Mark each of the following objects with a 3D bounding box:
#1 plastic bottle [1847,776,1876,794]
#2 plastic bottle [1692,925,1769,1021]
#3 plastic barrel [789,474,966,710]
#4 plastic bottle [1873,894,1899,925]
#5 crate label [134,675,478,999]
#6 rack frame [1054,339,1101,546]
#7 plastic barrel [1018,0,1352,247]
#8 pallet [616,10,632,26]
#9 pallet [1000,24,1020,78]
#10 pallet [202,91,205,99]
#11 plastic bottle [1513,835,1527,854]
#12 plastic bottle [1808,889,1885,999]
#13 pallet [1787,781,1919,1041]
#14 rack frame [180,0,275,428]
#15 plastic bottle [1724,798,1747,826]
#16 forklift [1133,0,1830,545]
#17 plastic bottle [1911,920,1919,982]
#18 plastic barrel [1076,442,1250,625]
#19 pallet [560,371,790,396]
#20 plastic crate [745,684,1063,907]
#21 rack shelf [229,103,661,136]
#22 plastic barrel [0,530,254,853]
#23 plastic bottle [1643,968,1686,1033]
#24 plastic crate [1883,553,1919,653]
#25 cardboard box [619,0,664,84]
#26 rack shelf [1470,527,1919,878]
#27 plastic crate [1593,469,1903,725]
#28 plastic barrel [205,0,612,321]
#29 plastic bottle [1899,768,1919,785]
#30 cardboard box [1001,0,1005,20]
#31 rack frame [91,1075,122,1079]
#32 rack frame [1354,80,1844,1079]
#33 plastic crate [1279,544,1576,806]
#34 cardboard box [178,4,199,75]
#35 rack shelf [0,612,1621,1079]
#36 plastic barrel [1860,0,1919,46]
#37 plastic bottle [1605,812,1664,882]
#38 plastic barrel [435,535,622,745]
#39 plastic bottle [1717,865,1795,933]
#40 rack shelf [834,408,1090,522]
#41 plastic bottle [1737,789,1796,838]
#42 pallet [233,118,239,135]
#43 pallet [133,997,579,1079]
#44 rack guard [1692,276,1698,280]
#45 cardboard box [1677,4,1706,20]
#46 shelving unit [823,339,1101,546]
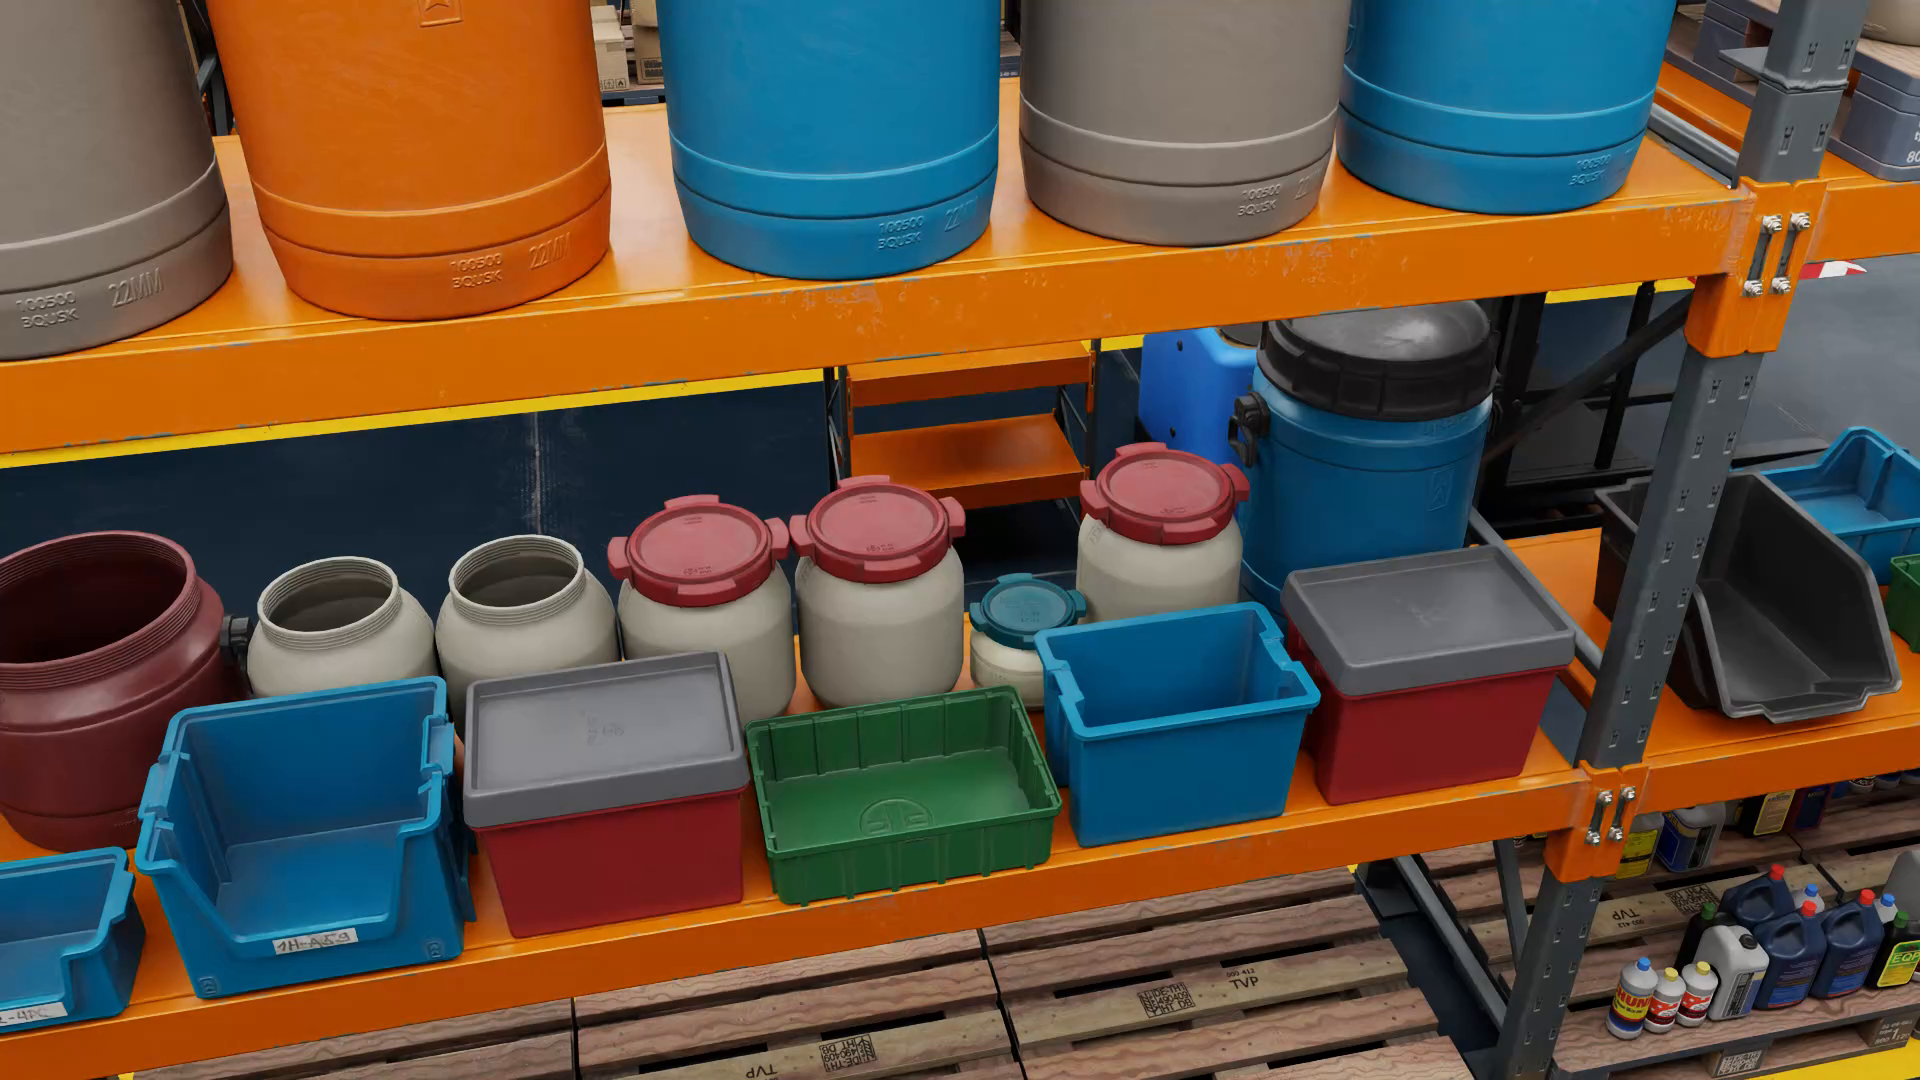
[{"bbox_3d":[3.032,0.742,5.569,0.097,0.201,0.097,0,34,0],"label":"plastic bottle"},{"bbox_3d":[2.213,1.227,4.779,0.135,0.276,0.152,-6,34,-9],"label":"plastic bottle"},{"bbox_3d":[-0.201,0.166,4.188,0.433,0.535,0.433,0,34,0],"label":"plastic barrel"},{"bbox_3d":[2.695,1.149,4.899,0.097,0.271,0.097,0,34,0],"label":"plastic bottle"},{"bbox_3d":[-1.376,0.636,3.578,0.616,0.435,0.502,-7,35,-11],"label":"crate label"},{"bbox_3d":[0.489,-0.529,7.028,0.032,1.125,0.500,-7,35,-11],"label":"rack frame"},{"bbox_3d":[0.410,-1.059,2.994,0.600,0.901,0.600,0,34,0],"label":"plastic barrel"},{"bbox_3d":[-2.520,-3.820,12.753,1.213,0.211,1.003,-7,35,-11],"label":"pallet"},{"bbox_3d":[-0.374,-2.463,8.401,1.213,0.211,1.003,-7,35,-11],"label":"pallet"},{"bbox_3d":[-5.256,-3.521,12.307,1.213,0.211,1.003,-7,35,-11],"label":"pallet"},{"bbox_3d":[1.782,0.900,5.334,0.097,0.201,0.097,0,34,0],"label":"plastic bottle"},{"bbox_3d":[2.560,1.155,4.820,0.185,0.351,0.144,-9,35,-13],"label":"plastic bottle"},{"bbox_3d":[3.353,1.080,5.451,1.213,0.211,1.003,-7,35,-11],"label":"pallet"},{"bbox_3d":[-3.498,-2.066,7.637,0.127,3.000,1.000,-7,35,-11],"label":"rack frame"},{"bbox_3d":[2.563,0.752,5.419,0.185,0.351,0.144,-7,35,-11],"label":"plastic bottle"},{"bbox_3d":[2.365,-1.463,6.800,3.031,2.935,1.130,-7,34,-10],"label":"forklift"},{"bbox_3d":[2.841,1.195,4.894,0.097,0.201,0.097,0,34,0],"label":"plastic bottle"},{"bbox_3d":[0.515,0.076,4.322,0.433,0.535,0.433,0,34,0],"label":"plastic barrel"},{"bbox_3d":[-1.547,-1.151,8.776,1.213,0.211,1.003,-7,35,-11],"label":"pallet"},{"bbox_3d":[-0.140,0.590,3.869,0.662,0.188,0.450,-7,35,-11],"label":"plastic crate"},{"bbox_3d":[-1.547,-2.013,8.203,4.000,0.370,1.077,-7,35,-11],"label":"rack shelf"},{"bbox_3d":[-2.019,0.348,3.918,0.708,0.536,0.600,-7,35,-11],"label":"plastic barrel"},{"bbox_3d":[2.003,1.300,4.737,0.097,0.201,0.097,0,34,0],"label":"plastic bottle"},{"bbox_3d":[2.883,0.209,4.437,0.662,0.188,0.450,-7,35,-11],"label":"plastic crate"},{"bbox_3d":[-1.267,-2.512,7.831,0.637,0.503,0.797,-4,34,-6],"label":"cardboard box"},{"bbox_3d":[3.447,0.187,4.925,4.000,0.370,1.077,-7,35,-11],"label":"rack shelf"},{"bbox_3d":[2.035,0.165,4.368,0.504,0.338,0.767,-7,35,-11],"label":"plastic crate"},{"bbox_3d":[-0.918,-0.861,2.764,0.708,0.830,0.600,-7,35,-11],"label":"plastic barrel"},{"bbox_3d":[3.227,0.688,5.586,0.097,0.271,0.097,0,34,0],"label":"plastic bottle"},{"bbox_3d":[0.037,-4.597,12.939,0.875,0.875,0.875,-7,34,-10],"label":"cardboard box"},{"bbox_3d":[-2.406,0.624,3.628,0.053,2.616,0.949,-7,35,-11],"label":"rack frame"},{"bbox_3d":[1.497,0.134,4.358,0.127,3.000,1.000,-7,35,-11],"label":"rack frame"},{"bbox_3d":[1.092,0.334,4.004,0.583,0.464,0.402,-7,35,-11],"label":"plastic crate"},{"bbox_3d":[-5.585,-3.626,11.827,0.500,0.500,0.500,-6,34,-9],"label":"cardboard box"},{"bbox_3d":[-0.454,0.679,4.192,4.000,0.370,1.077,-7,35,-11],"label":"rack shelf"},{"bbox_3d":[1.960,-1.278,3.294,0.421,0.512,0.421,0,34,0],"label":"plastic barrel"},{"bbox_3d":[2.093,0.894,5.208,0.185,0.351,0.144,-7,35,-11],"label":"plastic bottle"},{"bbox_3d":[-1.038,0.285,4.033,0.421,0.512,0.421,0,34,0],"label":"plastic barrel"},{"bbox_3d":[2.344,1.100,4.902,0.185,0.351,0.144,-7,35,-11],"label":"plastic bottle"},{"bbox_3d":[-0.007,-0.263,7.072,1.000,0.278,0.538,-7,35,-11],"label":"rack shelf"},{"bbox_3d":[2.611,0.833,5.360,0.133,0.283,0.061,-7,35,-11],"label":"plastic bottle"},{"bbox_3d":[-2.826,-2.132,7.907,1.003,0.211,1.213,-7,35,-11],"label":"pallet"},{"bbox_3d":[-1.641,1.710,4.513,1.213,0.211,1.003,-7,35,-11],"label":"pallet"},{"bbox_3d":[4.231,-2.002,9.785,0.348,0.500,1.175,-7,35,-11],"label":"rack guard"},{"bbox_3d":[3.763,-3.162,8.913,0.500,0.500,0.875,-7,35,-11],"label":"cardboard box"},{"bbox_3d":[-0.007,-0.466,6.935,1.048,1.125,0.538,-7,35,-11],"label":"shelving unit"}]
